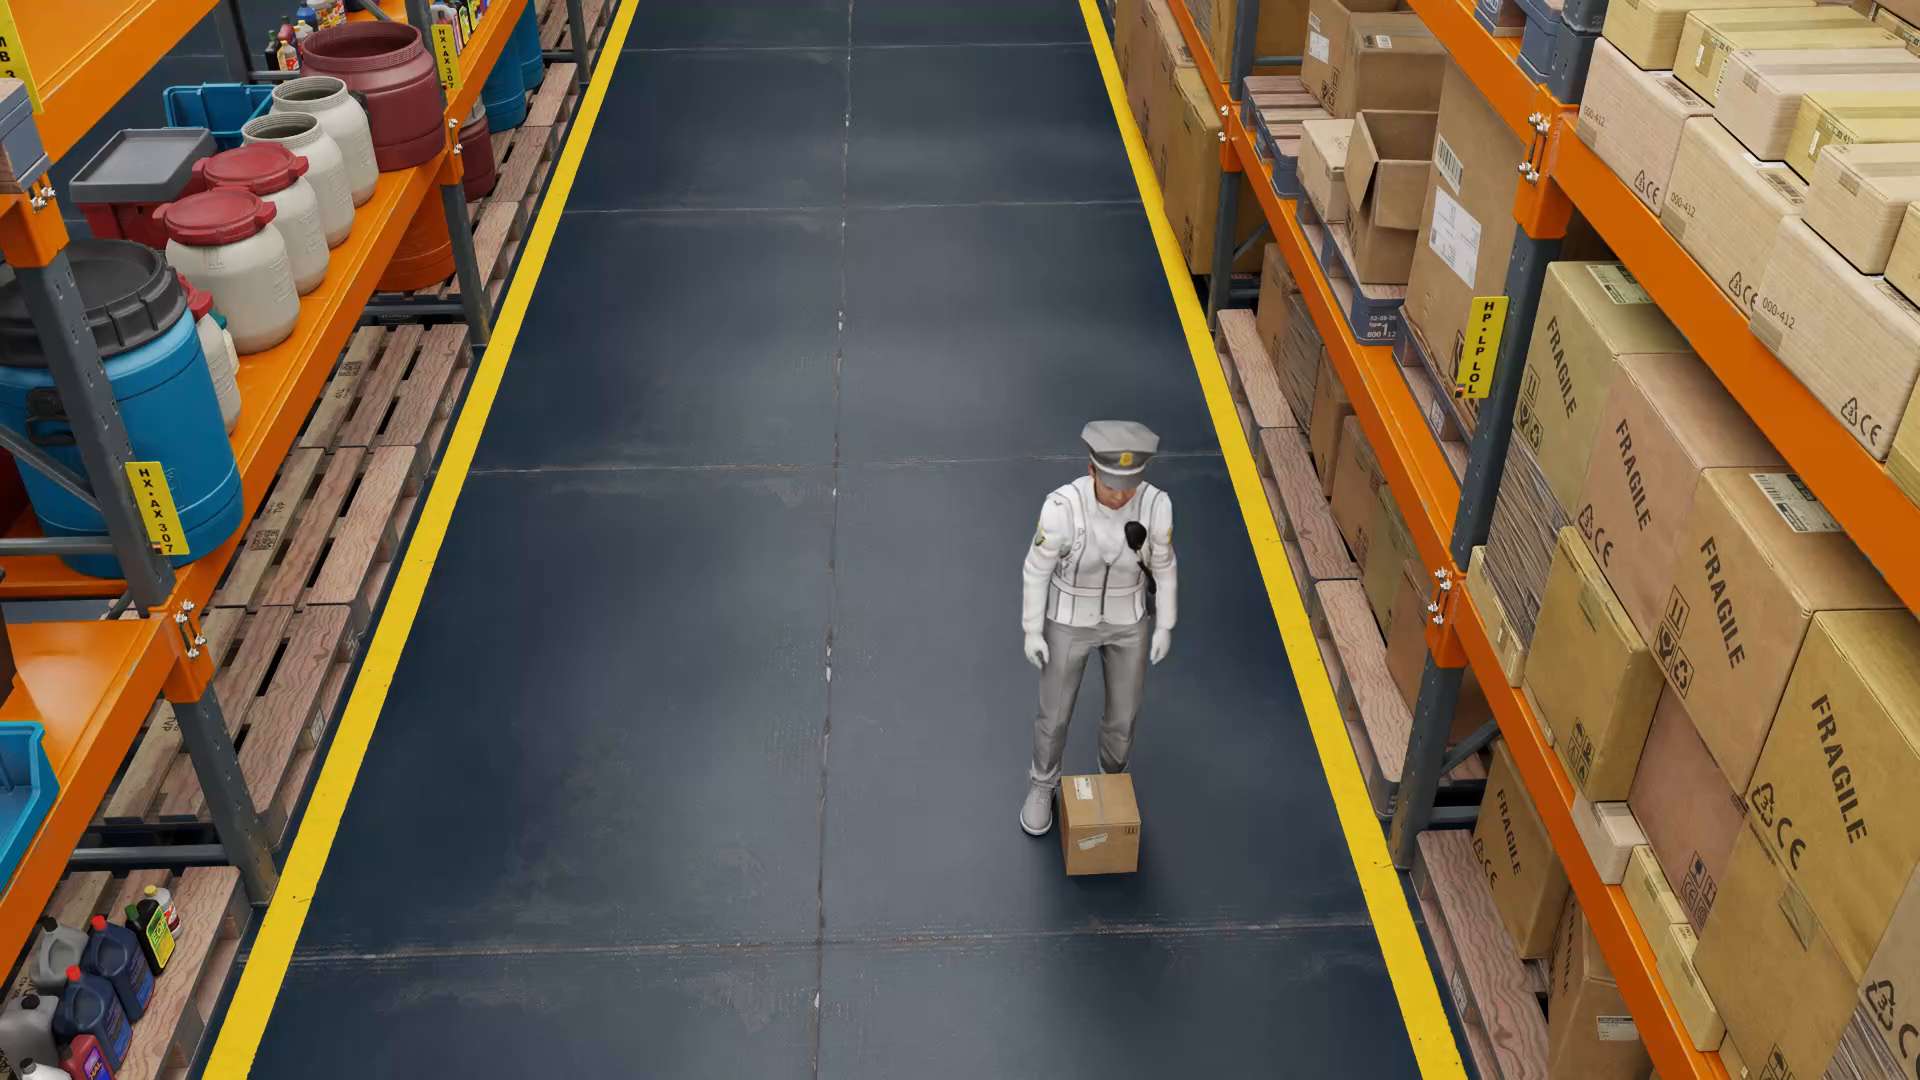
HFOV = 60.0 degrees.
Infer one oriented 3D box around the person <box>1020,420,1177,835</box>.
[{"bbox_3d":[0.478,0.303,5.717,0.533,1.663,0.379,-2,35,-3],"label":"person"}]
